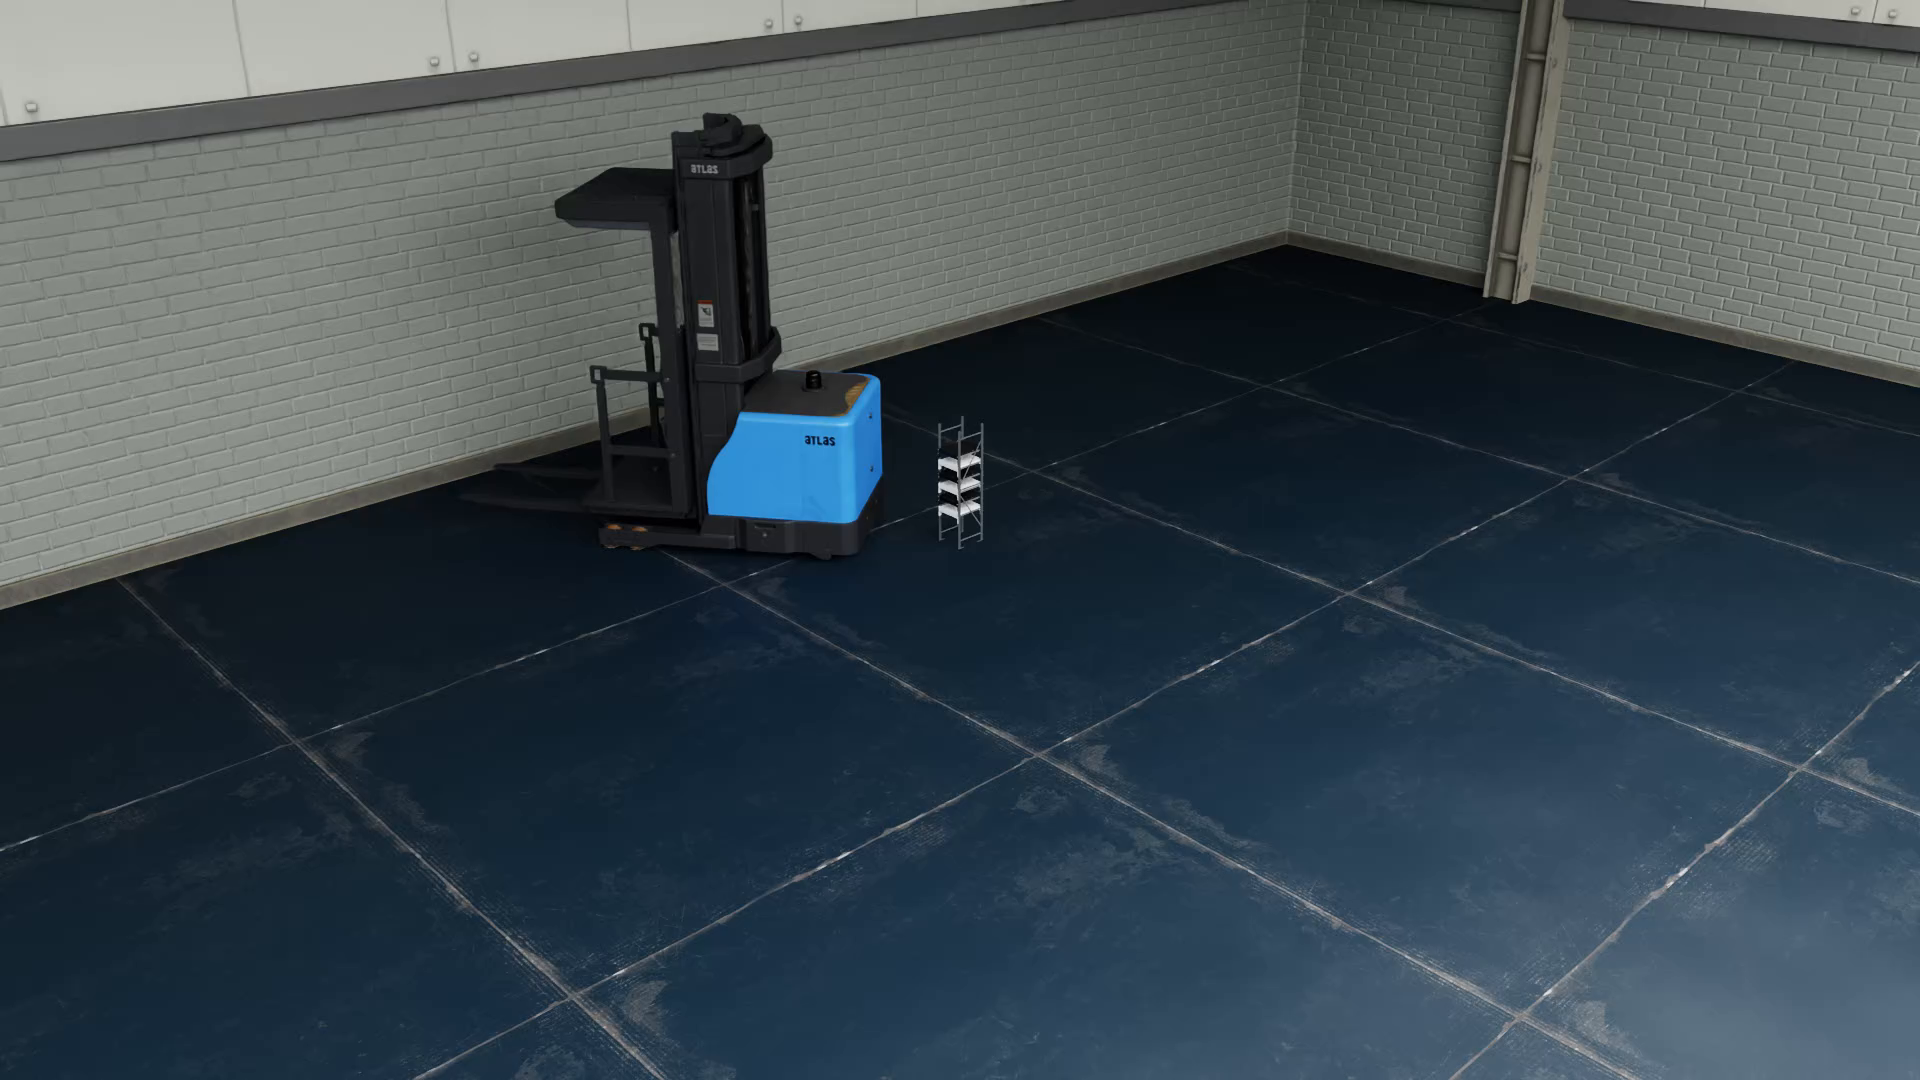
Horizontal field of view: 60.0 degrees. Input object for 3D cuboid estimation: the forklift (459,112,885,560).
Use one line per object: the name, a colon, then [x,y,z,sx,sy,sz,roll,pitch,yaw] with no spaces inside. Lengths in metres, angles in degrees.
forklift: [-2.130,-1.471,11.740,3.031,2.935,1.130,4,25,9]

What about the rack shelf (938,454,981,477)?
rack shelf: [0.006,-0.540,11.794,0.258,0.077,0.200,-21,32,-38]

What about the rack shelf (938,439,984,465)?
rack shelf: [0.006,-0.622,11.756,0.258,0.077,0.200,-21,32,-38]

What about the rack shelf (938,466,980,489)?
rack shelf: [0.006,-0.459,11.831,0.258,0.077,0.200,-21,32,-38]

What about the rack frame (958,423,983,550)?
rack frame: [0.075,-0.376,11.787,0.240,0.900,0.006,-21,32,-38]

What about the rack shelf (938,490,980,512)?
rack shelf: [0.006,-0.295,11.906,0.258,0.077,0.200,-21,32,-38]

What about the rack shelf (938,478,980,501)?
rack shelf: [0.006,-0.377,11.868,0.258,0.077,0.200,-21,32,-38]

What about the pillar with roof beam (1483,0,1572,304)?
pillar with roof beam: [2.677,-5.455,13.162,9.100,9.000,0.400,-21,32,-38]

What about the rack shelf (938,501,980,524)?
rack shelf: [0.006,-0.213,11.943,0.258,0.077,0.200,-21,32,-38]

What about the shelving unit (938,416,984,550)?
shelving unit: [0.006,-0.407,11.855,0.258,0.900,0.210,-21,32,-38]

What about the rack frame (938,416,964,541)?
rack frame: [-0.064,-0.438,11.922,0.240,0.900,0.006,-21,32,-38]
